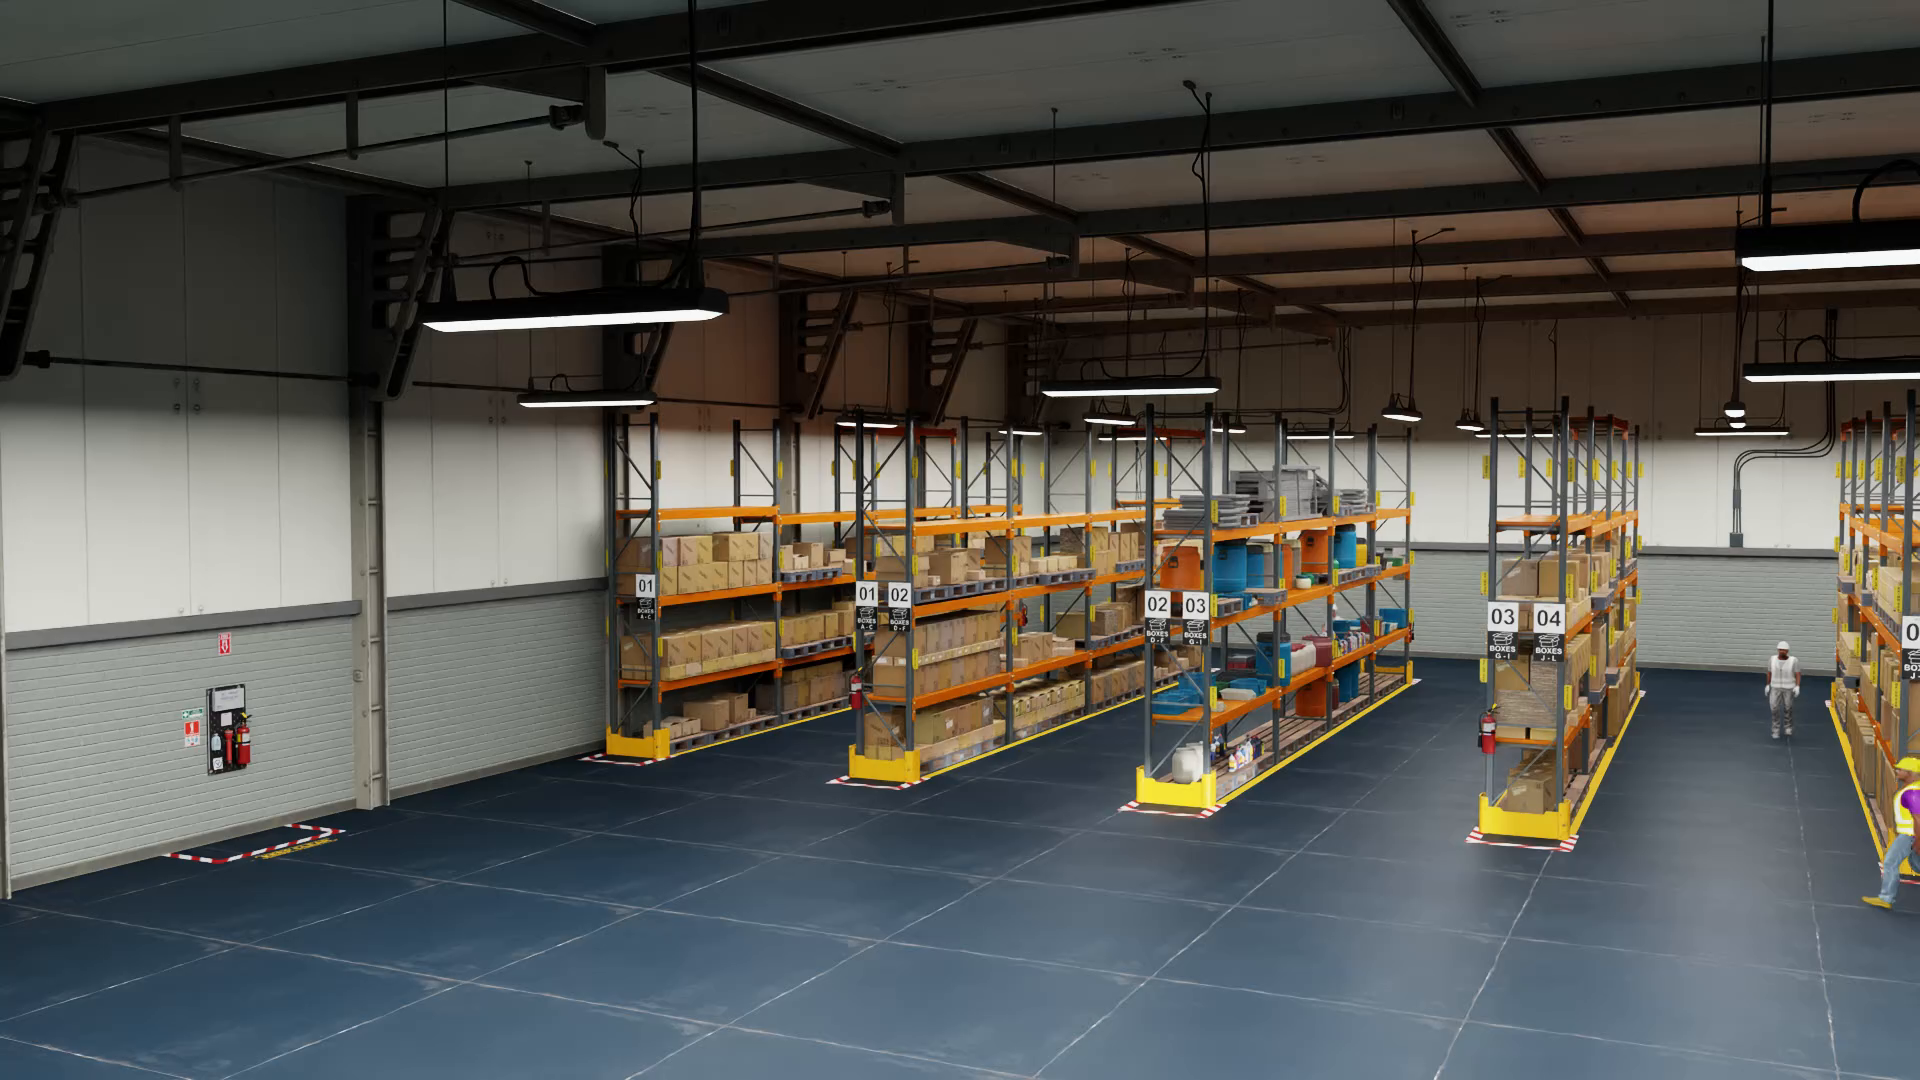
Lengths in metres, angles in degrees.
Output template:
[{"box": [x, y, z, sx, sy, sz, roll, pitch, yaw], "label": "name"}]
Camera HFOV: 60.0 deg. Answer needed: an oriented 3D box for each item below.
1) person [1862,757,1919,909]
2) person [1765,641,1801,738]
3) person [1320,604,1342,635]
[{"box": [10.834, 3.338, 18.883, 1.019, 1.731, 0.573, 1, 3, 26], "label": "person"}, {"box": [15.436, 2.812, 31.207, 0.631, 1.821, 0.593, 2, 3, 39], "label": "person"}, {"box": [8.995, 2.432, 40.333, 1.071, 1.745, 0.642, -2, 3, -43], "label": "person"}]
